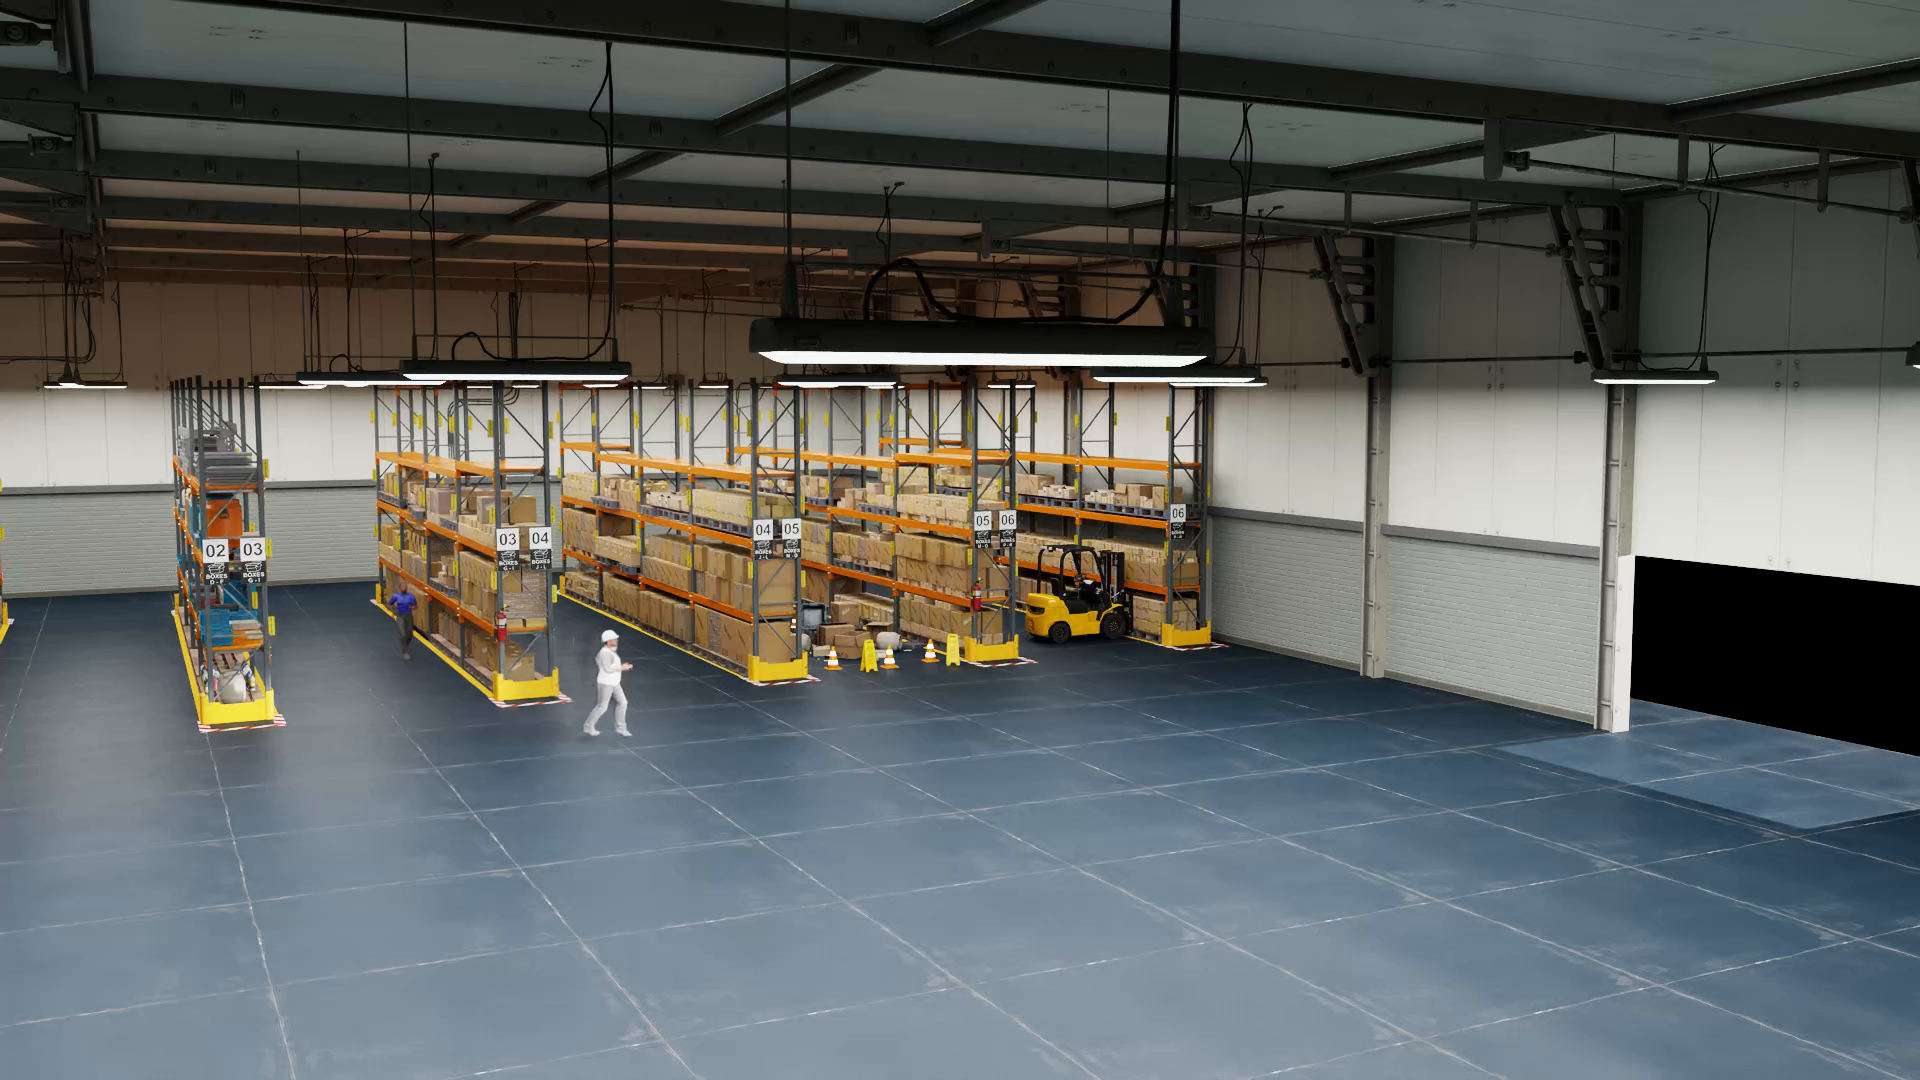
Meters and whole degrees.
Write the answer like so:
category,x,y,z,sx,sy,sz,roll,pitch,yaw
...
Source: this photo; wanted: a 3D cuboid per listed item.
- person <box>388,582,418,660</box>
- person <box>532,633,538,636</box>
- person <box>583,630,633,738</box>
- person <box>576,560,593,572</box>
category,x,y,z,sx,sy,sz,roll,pitch,yaw
person,-11.953,1.716,35.764,0.583,1.620,0.924,-3,6,-32
person,-10.265,1.321,39.292,0.669,1.819,0.891,-3,6,-28
person,-5.809,2.396,27.479,0.842,1.822,0.605,0,5,1
person,-10.973,0.536,48.798,0.886,1.742,0.666,-2,6,-24
